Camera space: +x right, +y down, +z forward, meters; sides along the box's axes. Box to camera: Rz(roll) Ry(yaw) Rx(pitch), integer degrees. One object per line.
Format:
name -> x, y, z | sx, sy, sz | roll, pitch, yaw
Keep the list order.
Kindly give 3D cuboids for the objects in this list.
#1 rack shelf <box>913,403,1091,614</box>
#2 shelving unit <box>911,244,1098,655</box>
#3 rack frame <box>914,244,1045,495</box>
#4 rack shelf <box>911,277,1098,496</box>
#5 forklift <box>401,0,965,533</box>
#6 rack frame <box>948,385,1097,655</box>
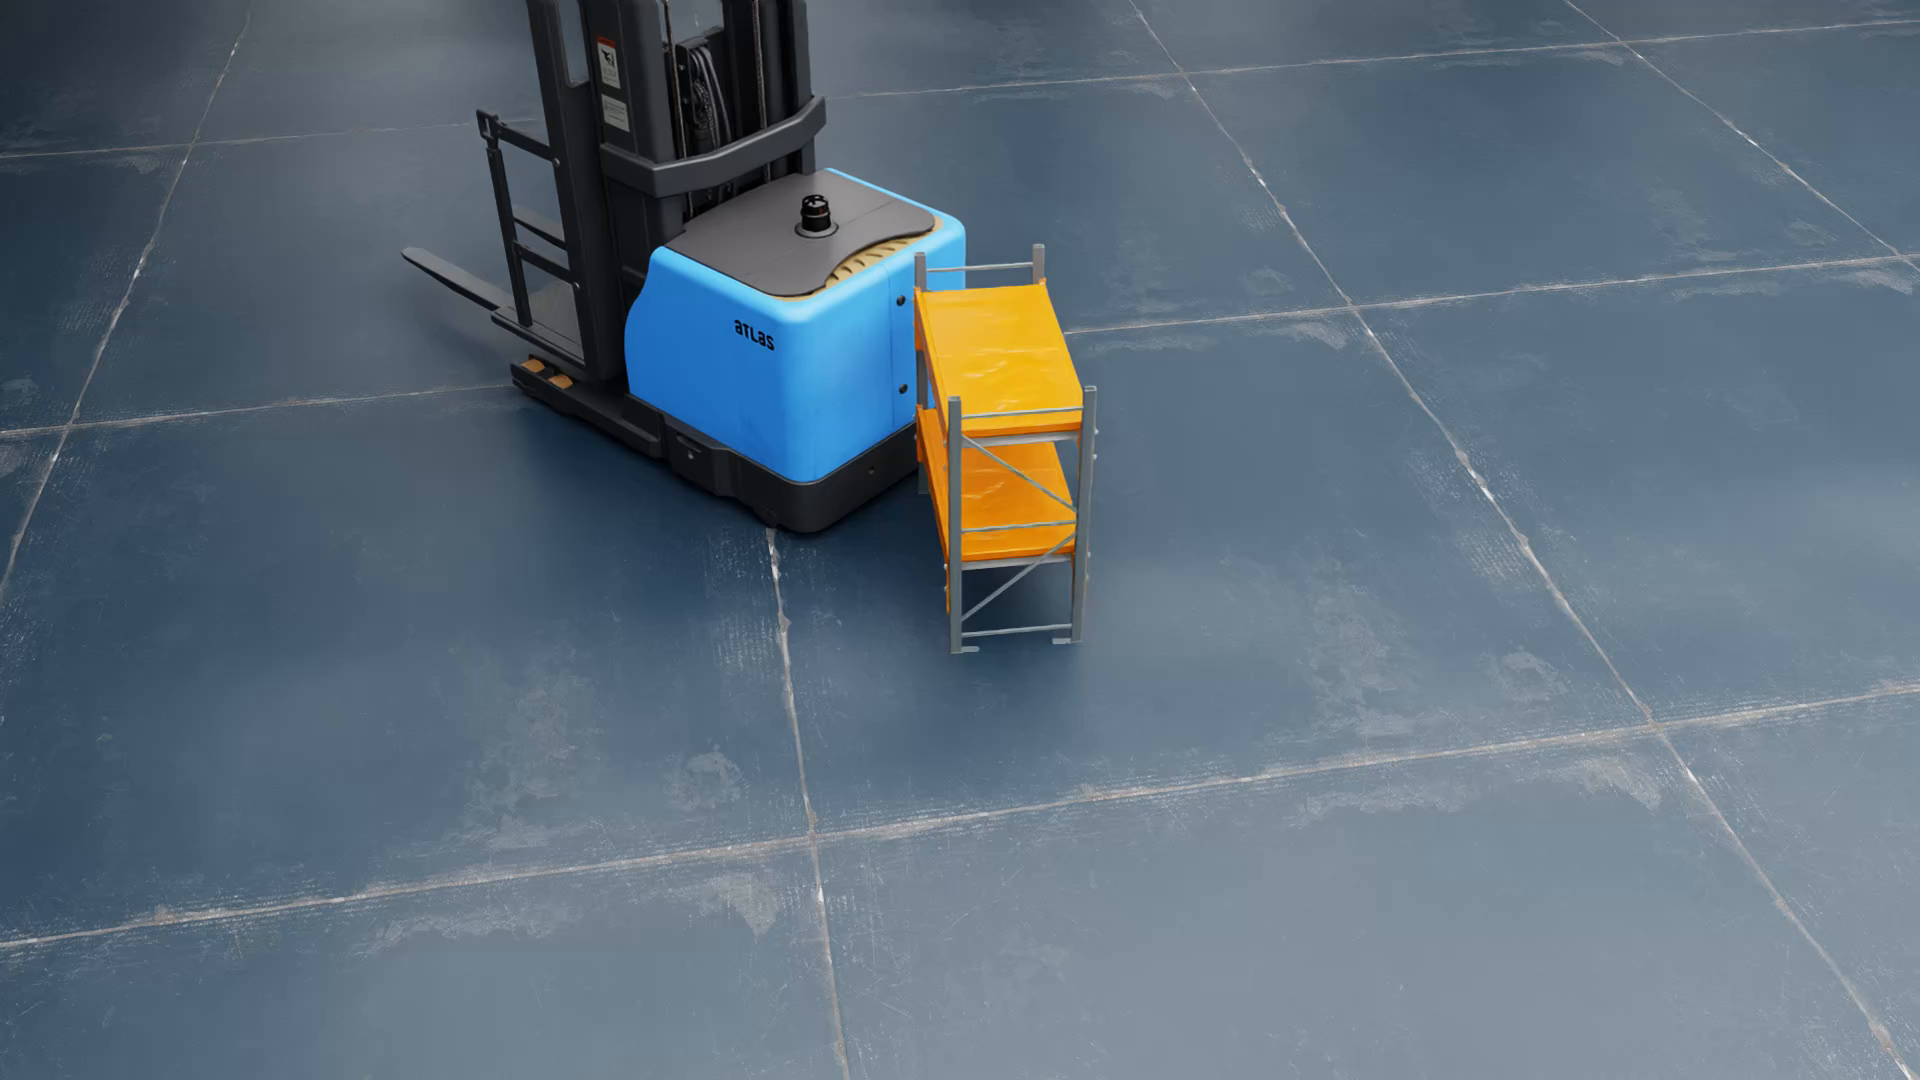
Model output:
rack shelf -> 0.142, -0.162, 6.440 | 0.538, 0.278, 1.000 | -5, 38, -6
shelving unit -> 0.142, -0.355, 6.290 | 0.538, 1.125, 1.048 | -5, 38, -6
rack frame -> 0.074, -0.664, 6.688 | 0.500, 1.125, 0.032 | -5, 38, -6
rack shelf -> 0.142, -0.586, 6.110 | 0.538, 0.278, 1.000 | -5, 38, -6
forklift -> -1.406, -1.954, 6.877 | 3.031, 2.935, 1.130 | 28, 46, 31
rack frame -> 0.210, -0.046, 5.892 | 0.500, 1.125, 0.032 | -5, 38, -6
